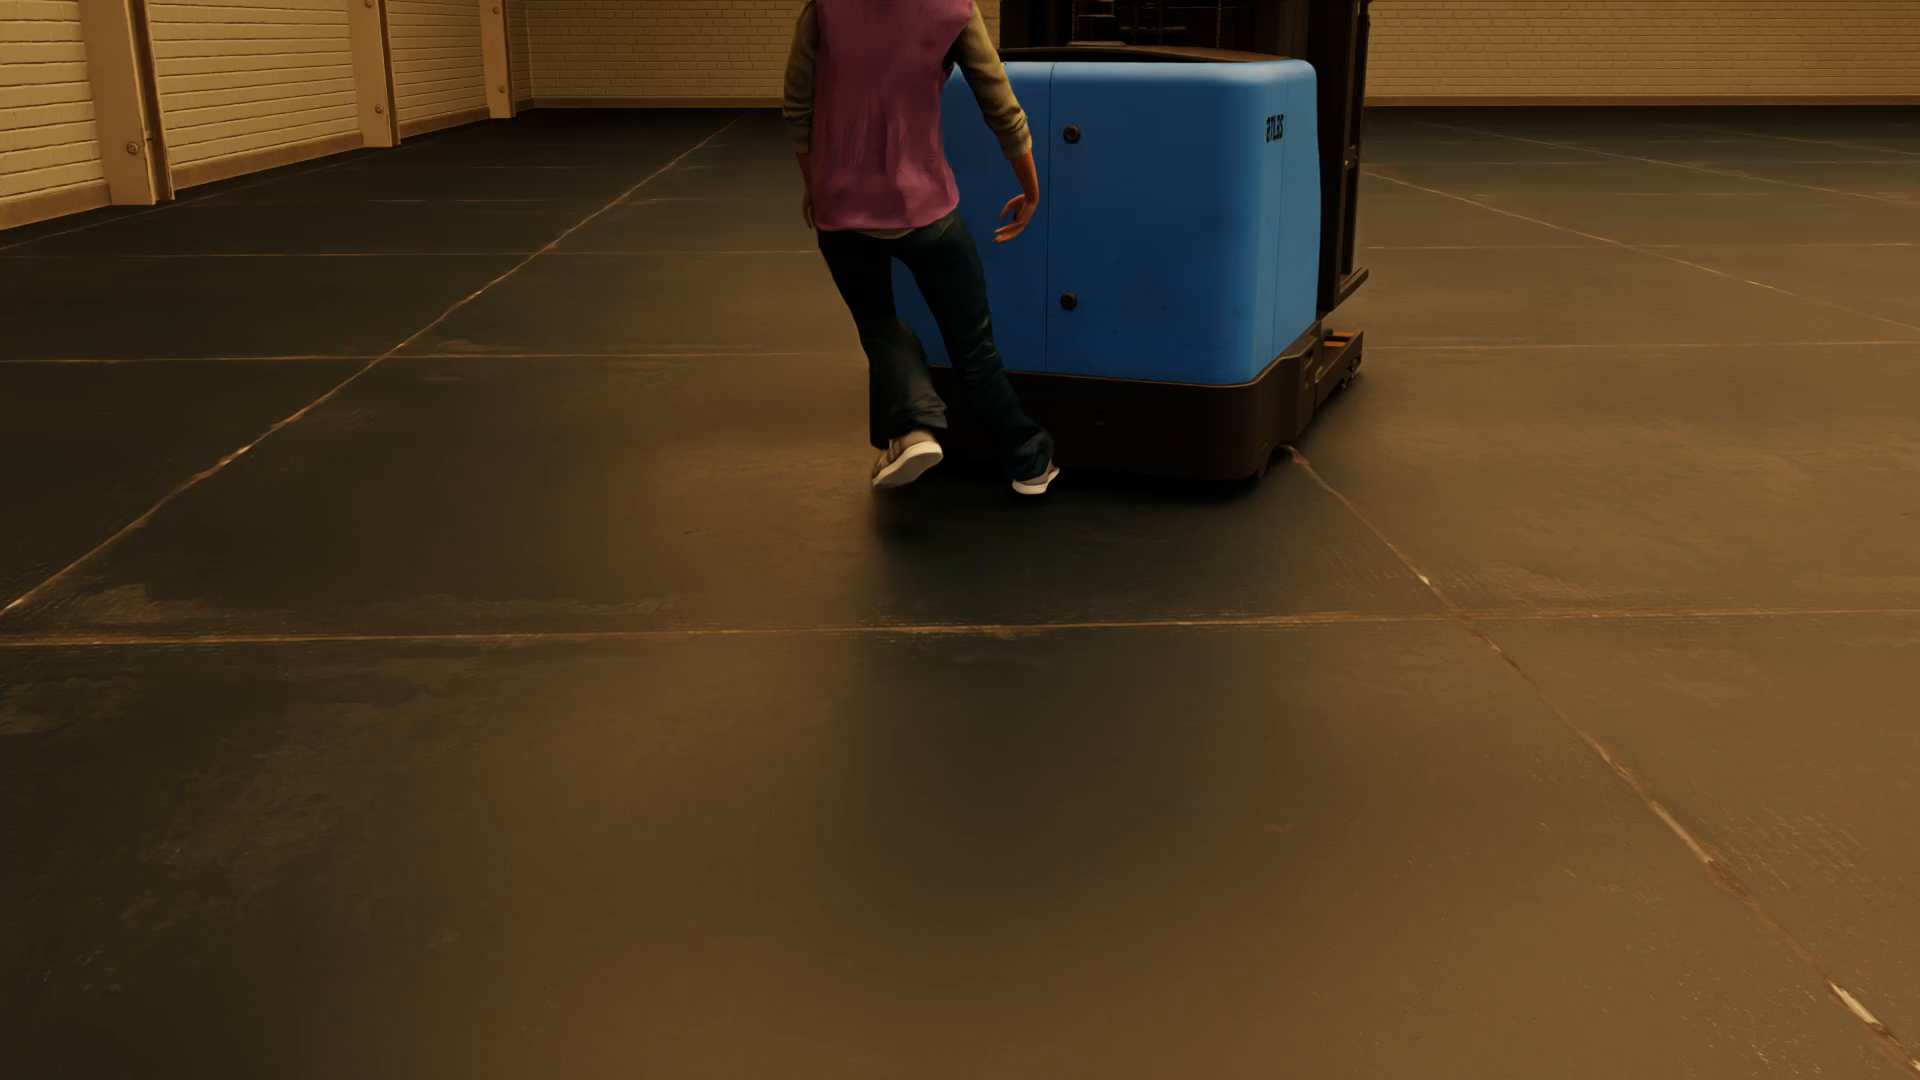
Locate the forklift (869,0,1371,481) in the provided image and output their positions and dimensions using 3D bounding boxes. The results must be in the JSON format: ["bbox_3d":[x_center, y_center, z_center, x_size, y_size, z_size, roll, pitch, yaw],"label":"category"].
[{"bbox_3d":[0.754,-1.940,5.249,1.130,2.935,3.031,6,18,20],"label":"forklift"}]

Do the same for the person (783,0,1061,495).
[{"bbox_3d":[-0.076,-0.834,4.014,0.594,1.503,0.636,4,18,14],"label":"person"}]
